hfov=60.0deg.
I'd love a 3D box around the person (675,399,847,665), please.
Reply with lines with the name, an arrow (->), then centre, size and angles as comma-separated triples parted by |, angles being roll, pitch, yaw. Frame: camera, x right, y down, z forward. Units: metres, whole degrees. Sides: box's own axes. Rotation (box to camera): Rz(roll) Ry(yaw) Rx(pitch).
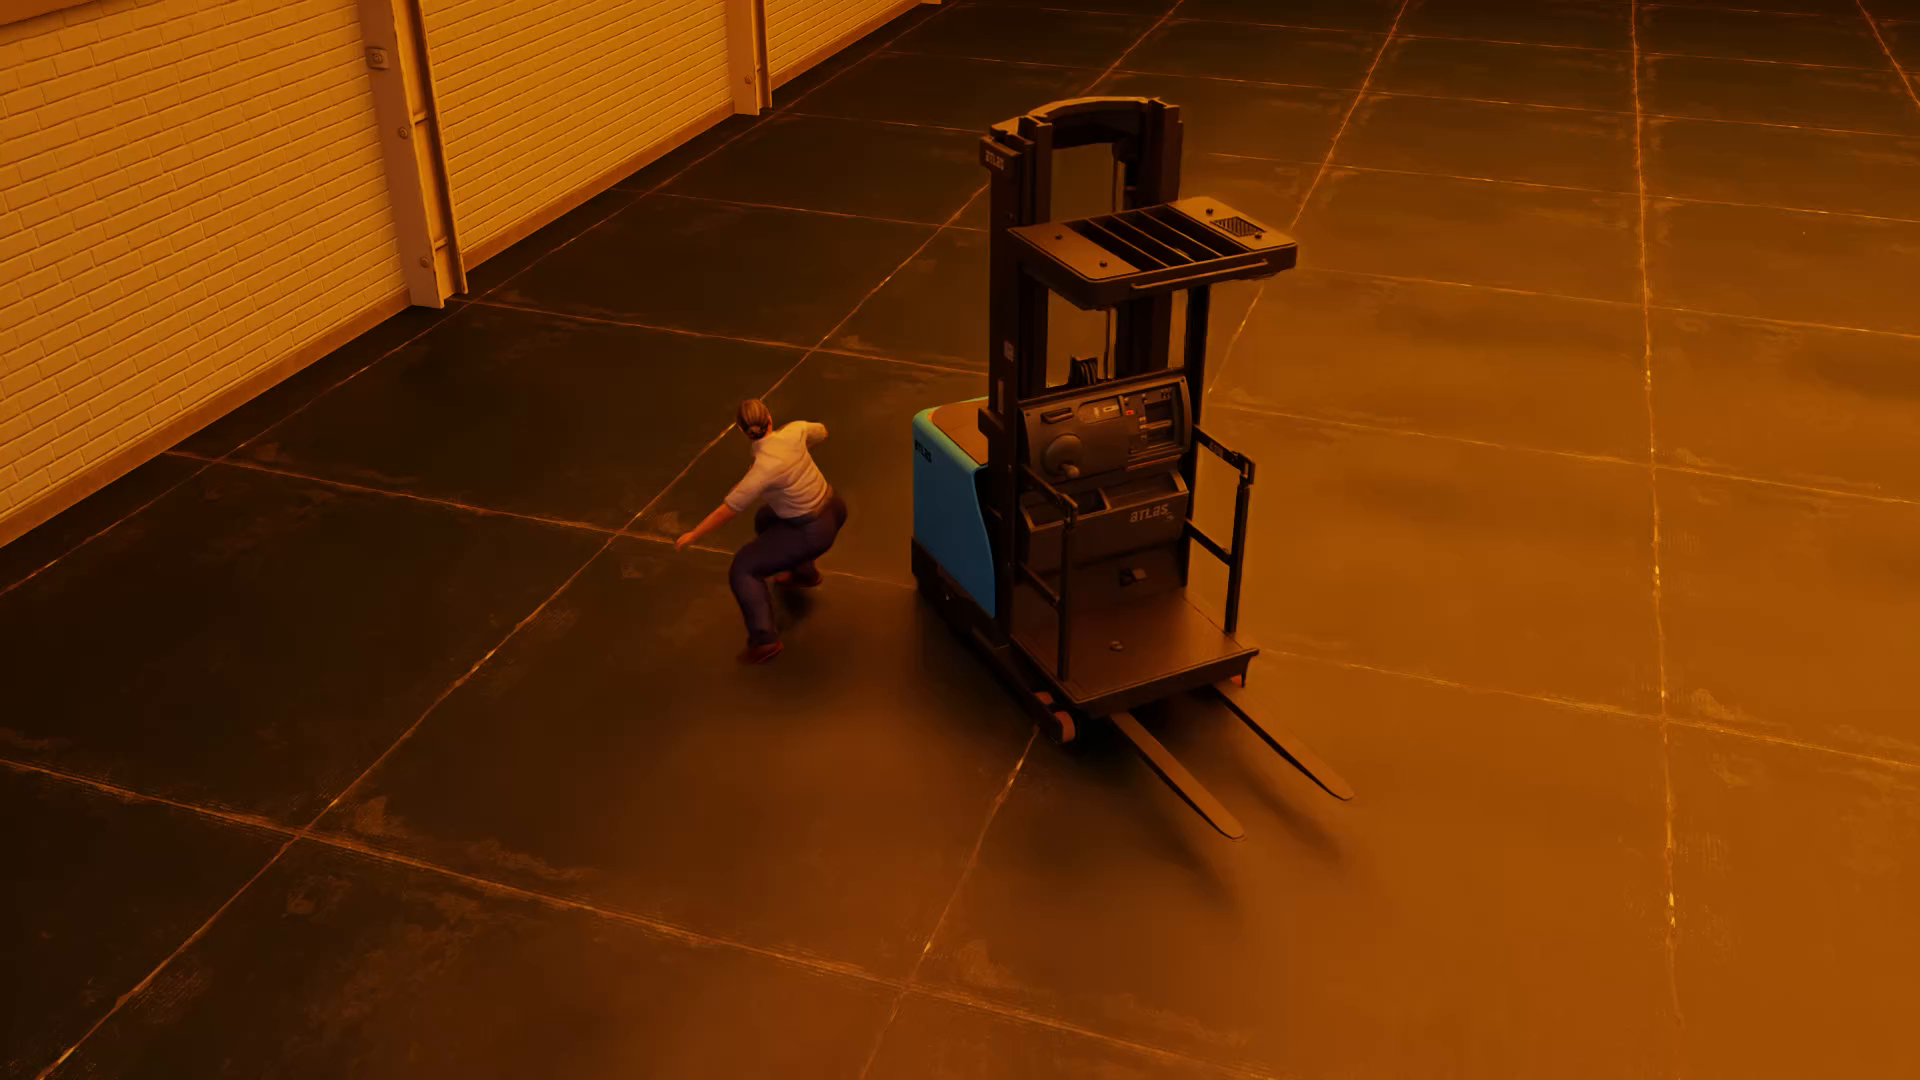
person -> -1.047, -0.107, 8.938 | 0.802, 1.432, 0.818 | 10, 31, 17

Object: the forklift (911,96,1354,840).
forklift -> 0.828, -0.505, 8.023 | 1.130, 2.935, 3.031 | -14, 32, -23
